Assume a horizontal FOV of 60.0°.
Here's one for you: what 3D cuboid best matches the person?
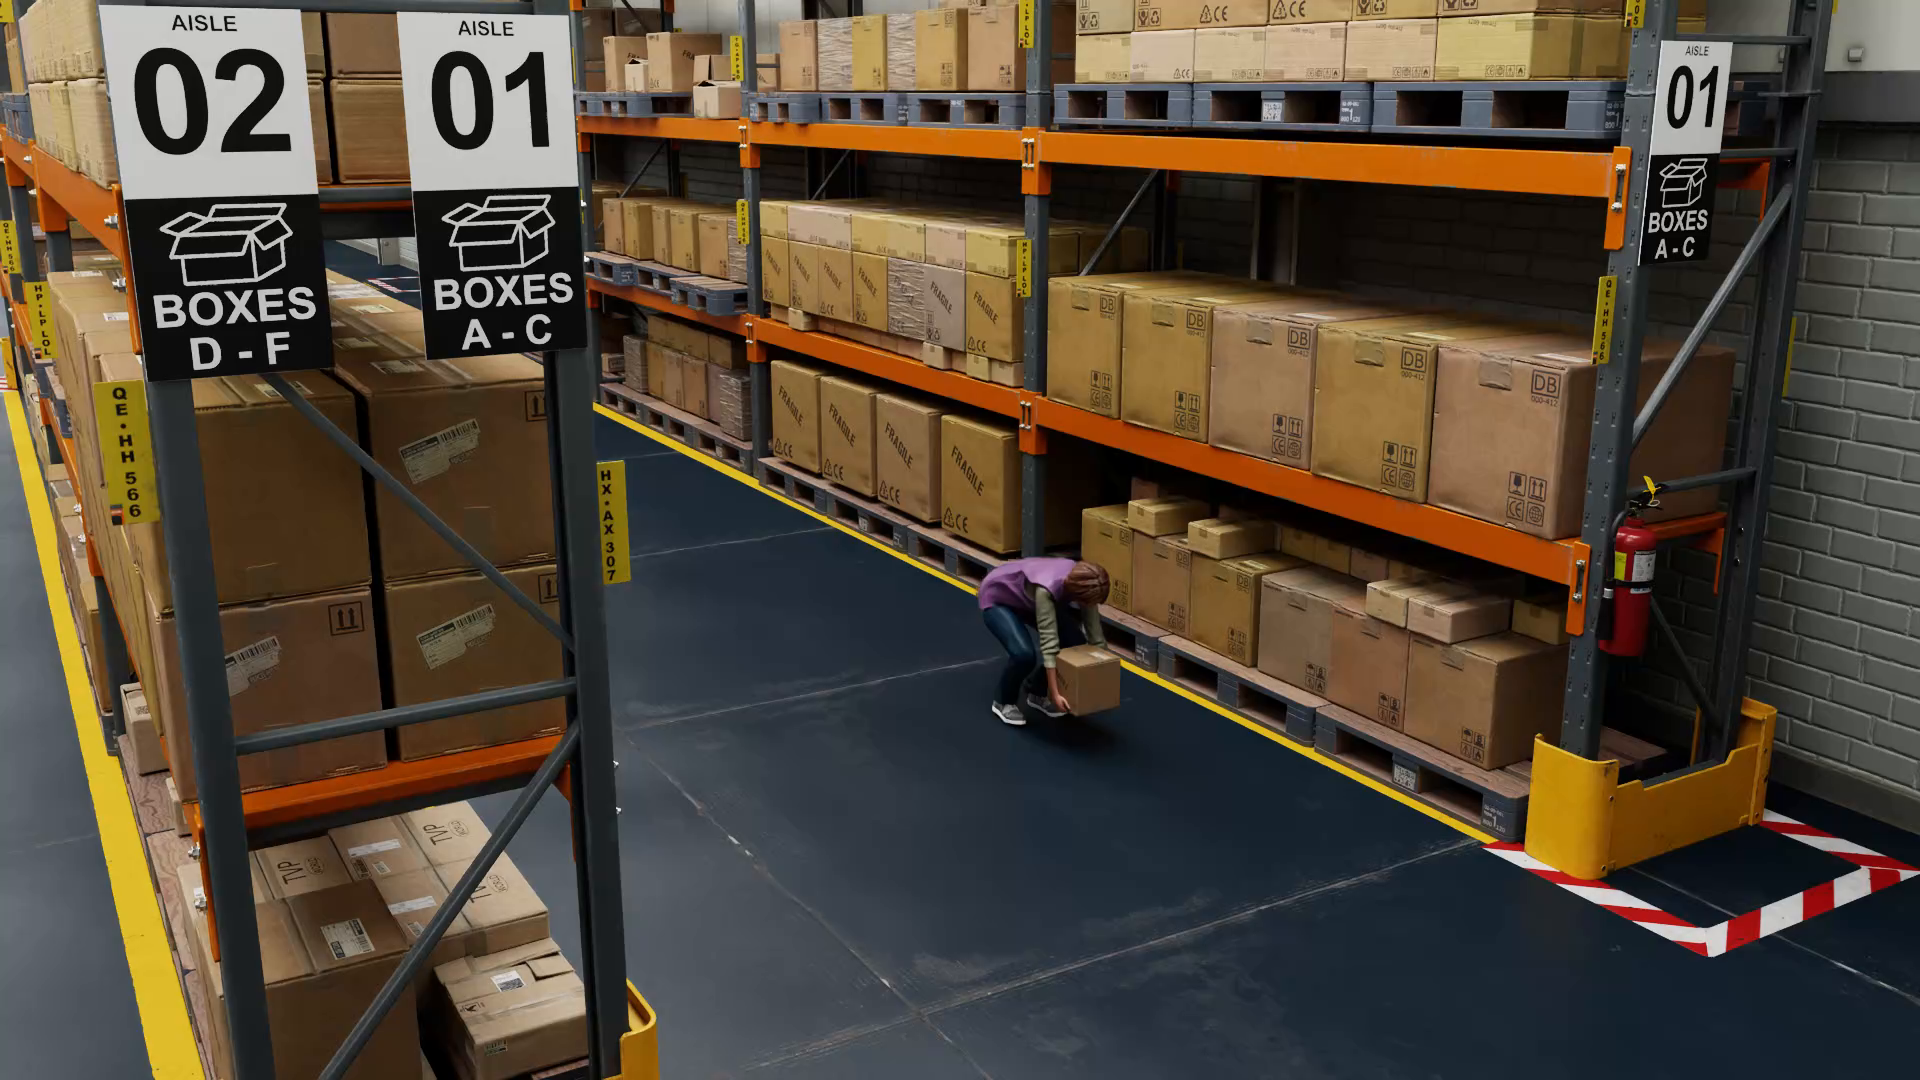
[{"bbox_3d":[0.424,0.466,8.106,0.430,0.923,0.860,-10,18,-32],"label":"person"}]
